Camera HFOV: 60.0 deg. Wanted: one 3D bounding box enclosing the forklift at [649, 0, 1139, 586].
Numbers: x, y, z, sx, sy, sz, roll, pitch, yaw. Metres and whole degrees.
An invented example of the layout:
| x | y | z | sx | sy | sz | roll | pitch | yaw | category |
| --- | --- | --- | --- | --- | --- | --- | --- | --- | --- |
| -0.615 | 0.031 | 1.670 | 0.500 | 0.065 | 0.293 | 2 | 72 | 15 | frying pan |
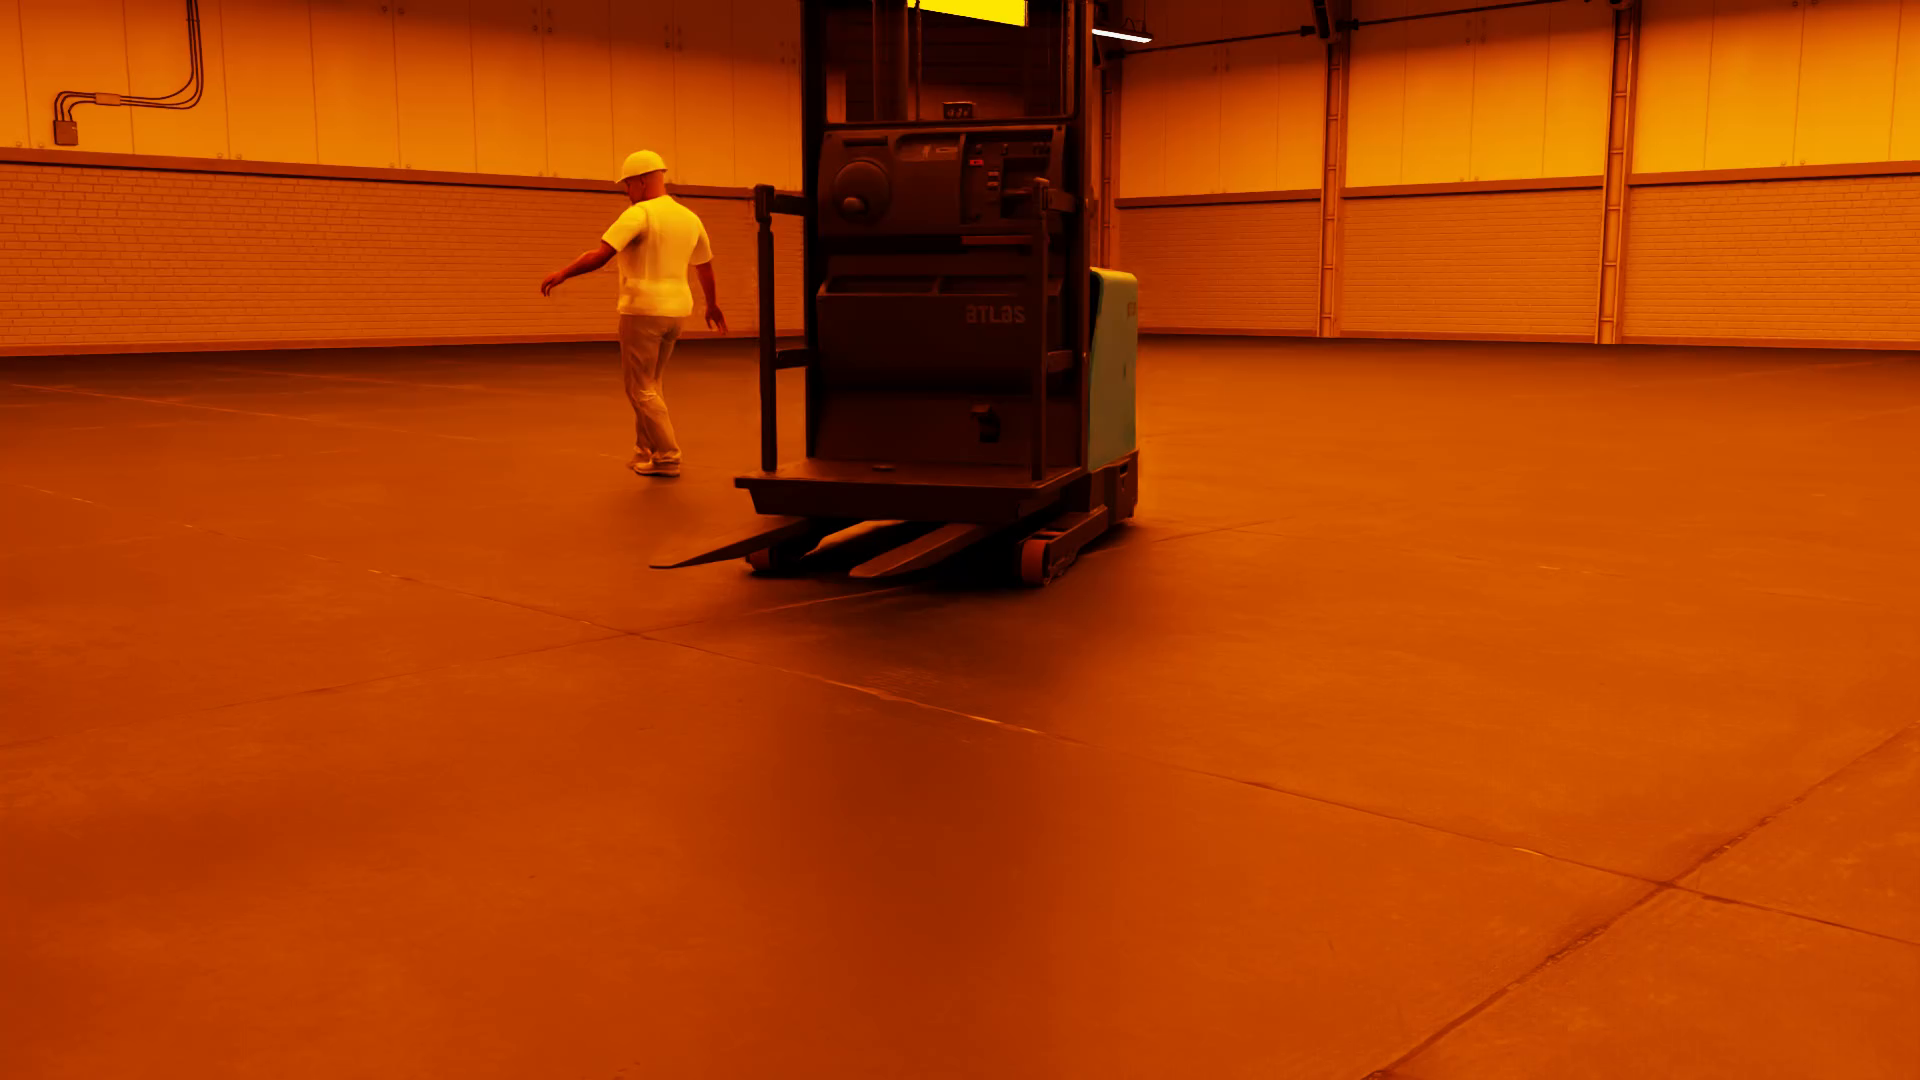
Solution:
| x | y | z | sx | sy | sz | roll | pitch | yaw | category |
| --- | --- | --- | --- | --- | --- | --- | --- | --- | --- |
| -0.132 | -1.357 | 5.882 | 1.130 | 2.935 | 3.031 | 3 | 9 | 16 | forklift |

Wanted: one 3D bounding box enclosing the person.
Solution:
| x | y | z | sx | sy | sz | roll | pitch | yaw | category |
| --- | --- | --- | --- | --- | --- | --- | --- | --- | --- |
| -1.736 | -1.220 | 9.118 | 0.656 | 1.780 | 1.048 | 6 | 10 | 33 | person |
